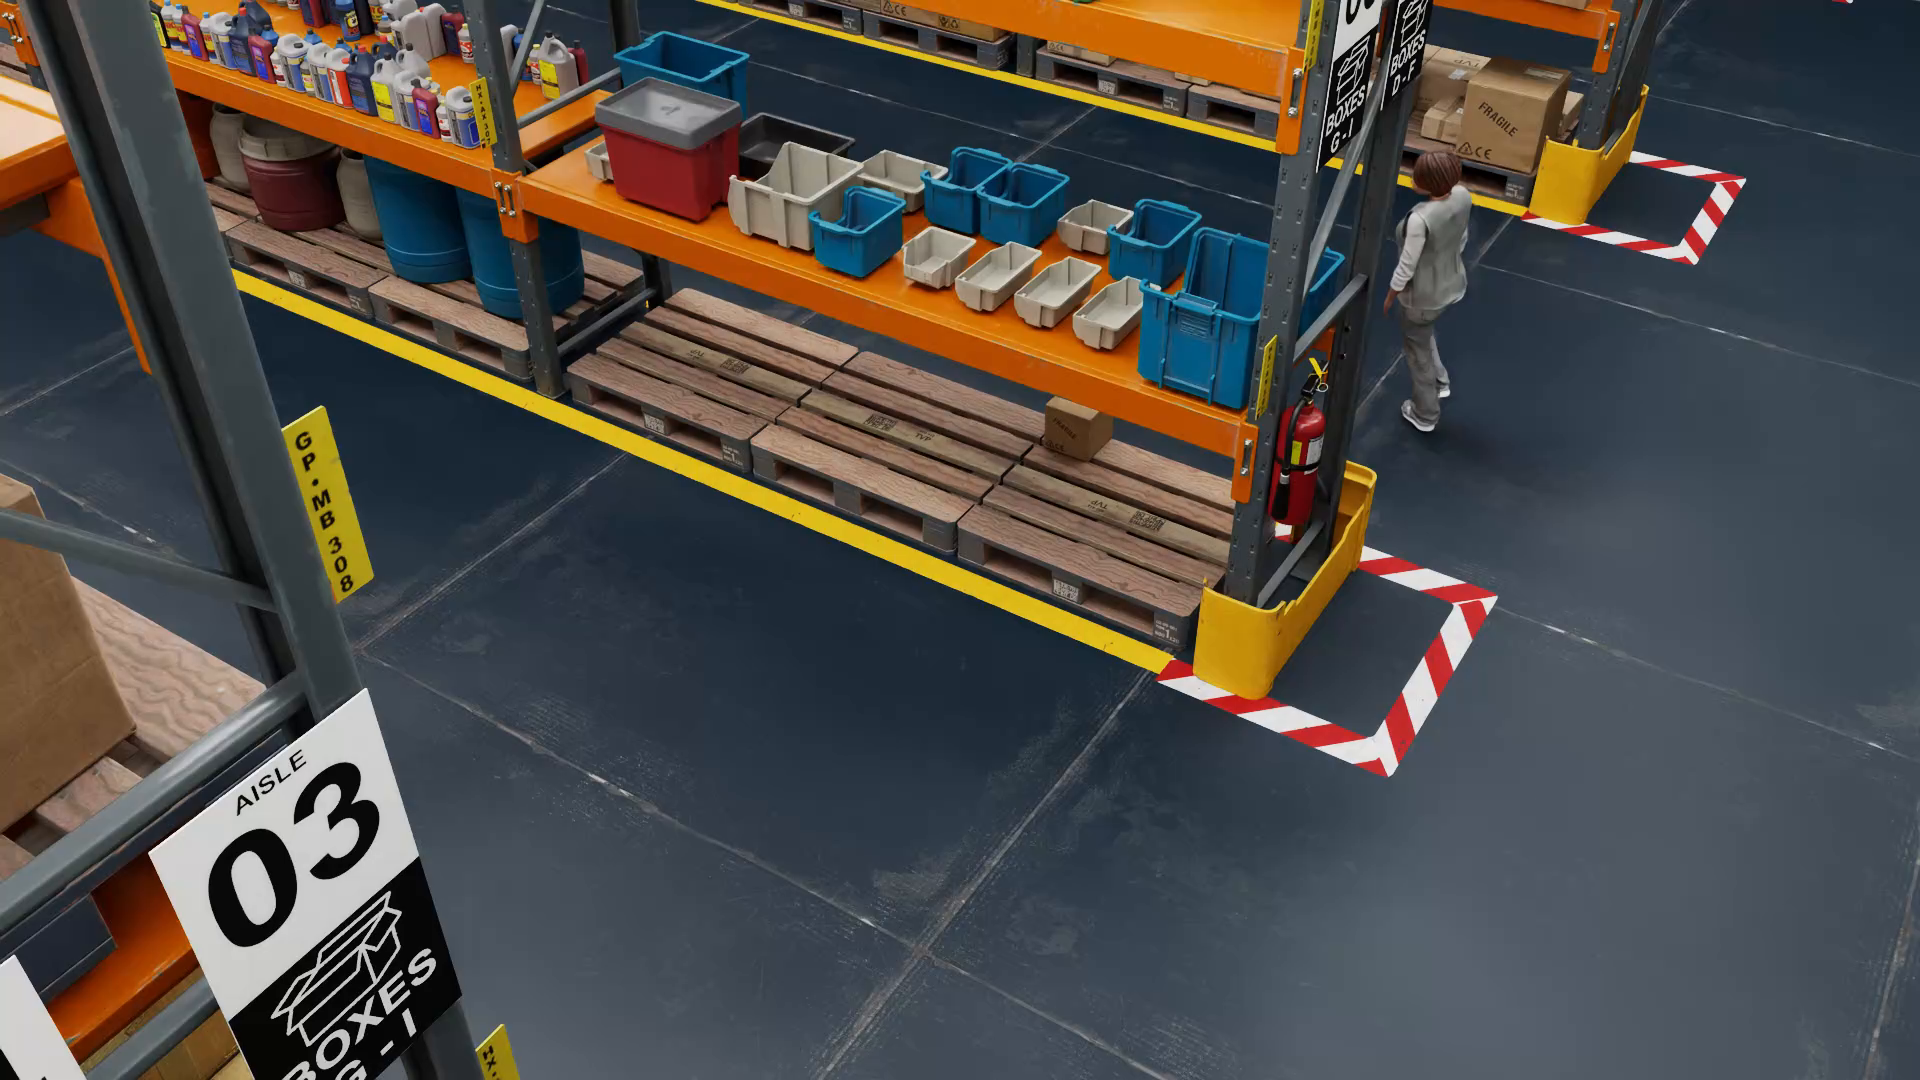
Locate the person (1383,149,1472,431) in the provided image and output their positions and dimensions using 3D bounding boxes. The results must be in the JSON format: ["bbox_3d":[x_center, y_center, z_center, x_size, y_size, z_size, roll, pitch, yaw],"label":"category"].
[{"bbox_3d":[2.283,-1.228,8.180,0.549,1.585,0.409,-25,45,-28],"label":"person"}]
